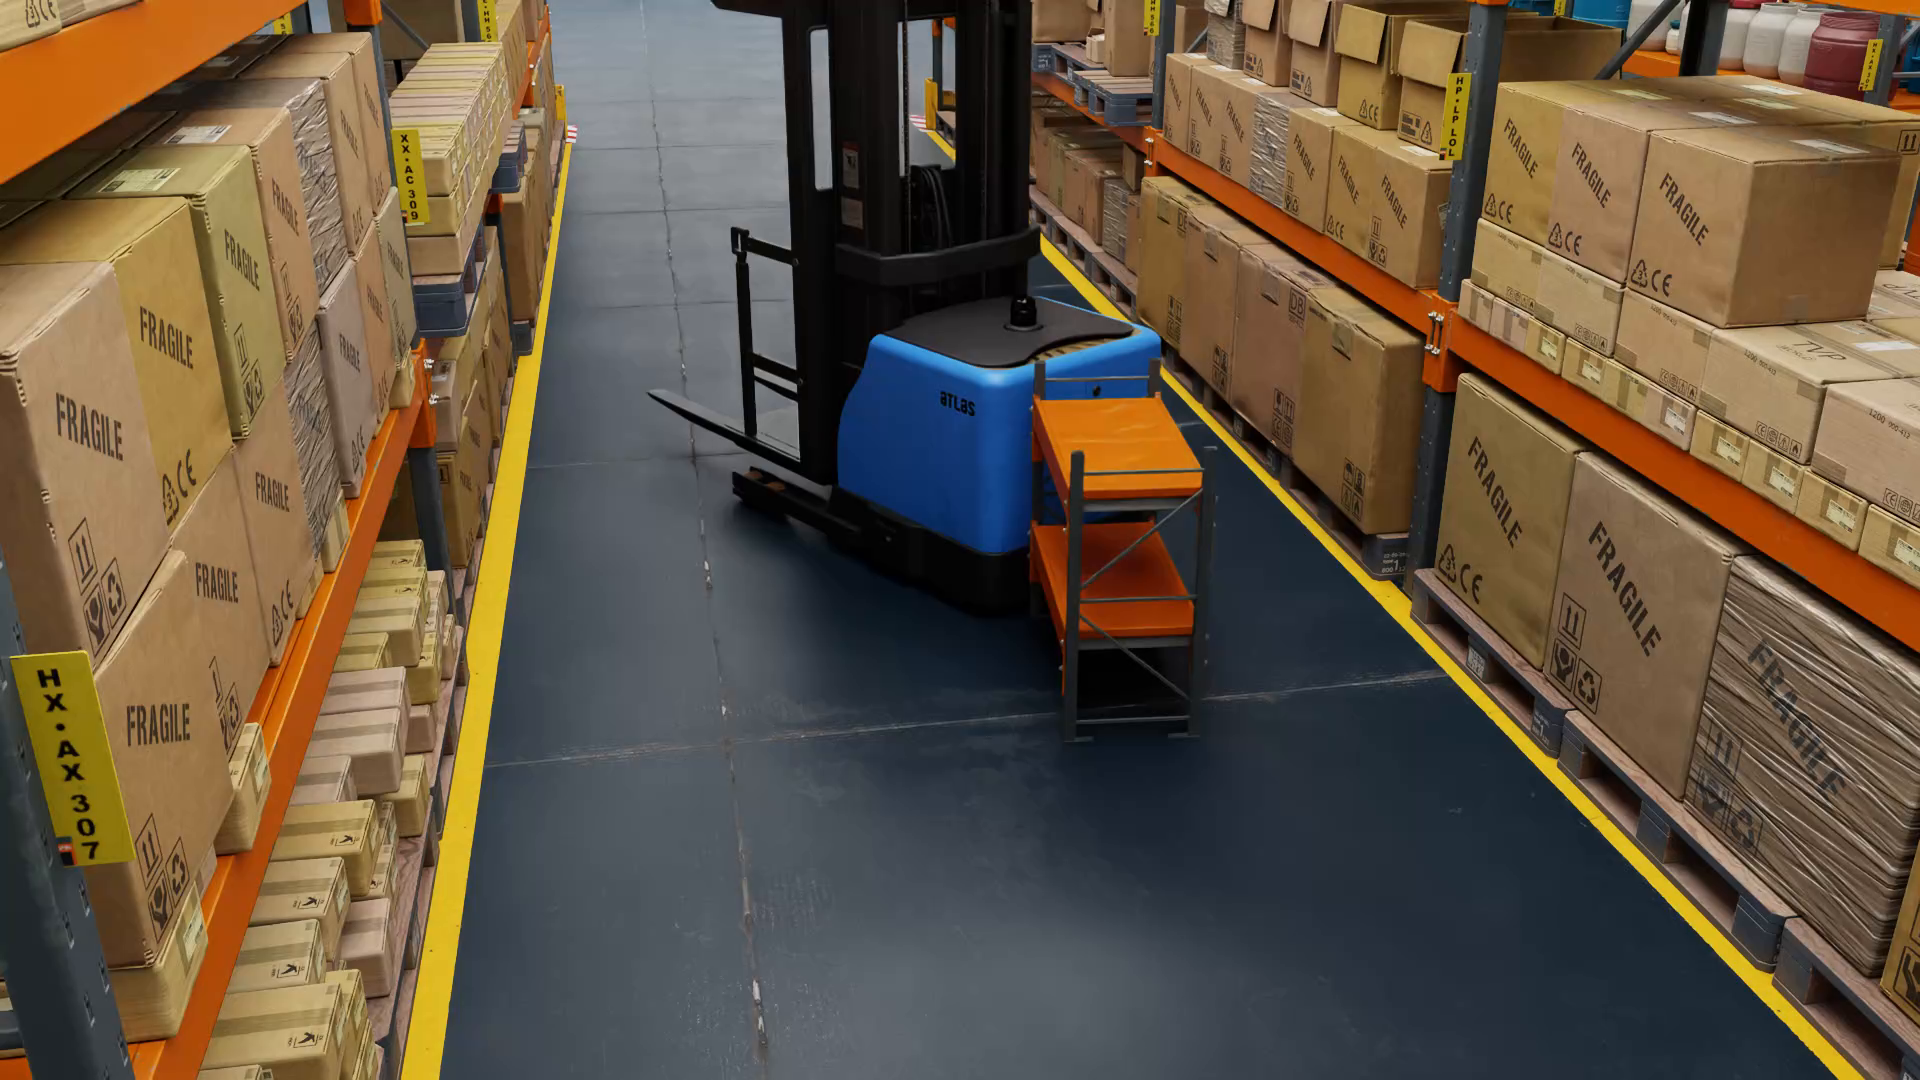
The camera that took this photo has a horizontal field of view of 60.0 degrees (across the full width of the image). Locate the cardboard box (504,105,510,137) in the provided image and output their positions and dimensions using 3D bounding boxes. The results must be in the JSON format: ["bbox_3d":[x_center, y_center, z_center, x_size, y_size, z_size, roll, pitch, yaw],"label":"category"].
[{"bbox_3d":[-2.620,-2.231,8.899,0.380,0.149,0.250,-4,24,-10],"label":"cardboard box"}]

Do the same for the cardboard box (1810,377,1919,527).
[{"bbox_3d":[2.628,-0.230,4.345,0.500,0.250,0.500,-5,24,-12],"label":"cardboard box"}]

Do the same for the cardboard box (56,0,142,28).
[{"bbox_3d":[-1.652,-0.973,2.671,0.500,0.250,0.500,-4,24,-8],"label":"cardboard box"}]

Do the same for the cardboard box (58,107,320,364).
[{"bbox_3d":[-1.821,-0.706,3.872,0.500,0.500,0.500,-5,24,-11],"label":"cardboard box"}]

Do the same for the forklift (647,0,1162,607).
[{"bbox_3d":[-0.461,-1.575,7.694,1.130,2.935,3.031,-19,30,-37],"label":"forklift"}]

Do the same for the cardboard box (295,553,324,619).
[{"bbox_3d":[-1.804,0.089,4.112,0.380,0.149,0.250,-3,24,-8],"label":"cardboard box"}]

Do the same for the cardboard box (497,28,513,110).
[{"bbox_3d":[-3.214,-3.052,10.865,0.500,0.500,0.500,-4,24,-10],"label":"cardboard box"}]

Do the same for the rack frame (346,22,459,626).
[{"bbox_3d":[-2.467,-0.838,5.921,1.000,3.000,0.127,-4,24,-10],"label":"rack frame"}]

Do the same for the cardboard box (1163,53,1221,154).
[{"bbox_3d":[1.509,-2.573,9.769,0.500,0.500,0.500,-4,24,-8],"label":"cardboard box"}]

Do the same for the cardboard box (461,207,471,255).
[{"bbox_3d":[-2.145,-1.213,6.568,0.380,0.149,0.250,-4,24,-9],"label":"cardboard box"}]

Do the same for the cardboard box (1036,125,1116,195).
[{"bbox_3d":[1.039,-3.125,13.731,0.700,0.500,0.500,-6,24,-14],"label":"cardboard box"}]

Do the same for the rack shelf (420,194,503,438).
[{"bbox_3d":[-2.837,-1.295,7.866,1.077,0.370,4.000,-4,24,-10],"label":"rack shelf"}]

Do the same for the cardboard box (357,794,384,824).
[{"bbox_3d":[-1.921,0.761,4.925,0.380,0.149,0.250,-5,24,-12],"label":"cardboard box"}]

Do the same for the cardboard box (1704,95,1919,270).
[{"bbox_3d":[2.862,-1.218,5.670,0.500,0.500,0.500,-4,24,-9],"label":"cardboard box"}]

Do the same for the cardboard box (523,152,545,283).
[{"bbox_3d":[-3.396,-2.163,11.240,1.050,0.750,0.750,-4,24,-9],"label":"cardboard box"}]

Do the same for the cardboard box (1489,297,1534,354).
[{"bbox_3d":[2.202,-0.806,6.161,0.380,0.149,0.250,-5,24,-12],"label":"cardboard box"}]

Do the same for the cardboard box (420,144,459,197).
[{"bbox_3d":[-2.088,-1.377,6.201,0.380,0.149,0.250,-3,24,-7],"label":"cardboard box"}]

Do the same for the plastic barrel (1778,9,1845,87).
[{"bbox_3d":[6.154,-3.545,11.980,0.421,0.512,0.421,0,24,0],"label":"plastic barrel"}]

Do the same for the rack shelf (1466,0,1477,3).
[{"bbox_3d":[2.056,-2.997,8.015,1.077,0.370,4.000,-4,24,-10],"label":"rack shelf"}]

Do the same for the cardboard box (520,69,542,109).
[{"bbox_3d":[-3.994,-3.456,14.045,0.875,0.875,0.875,-4,24,-9],"label":"cardboard box"}]

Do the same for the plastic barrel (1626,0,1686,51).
[{"bbox_3d":[5.775,-4.348,13.788,0.433,0.535,0.433,0,24,0],"label":"plastic barrel"}]

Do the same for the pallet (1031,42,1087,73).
[{"bbox_3d":[0.945,-3.913,13.200,1.003,0.211,1.213,-4,24,-10],"label":"pallet"}]

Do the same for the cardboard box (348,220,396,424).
[{"bbox_3d":[-2.005,-0.646,4.986,0.500,0.500,0.500,-5,24,-11],"label":"cardboard box"}]

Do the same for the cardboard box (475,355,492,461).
[{"bbox_3d":[-2.553,-0.608,7.993,0.500,0.500,0.500,-4,24,-9],"label":"cardboard box"}]

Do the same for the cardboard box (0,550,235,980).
[{"bbox_3d":[-1.539,0.356,2.690,0.500,0.500,0.500,-3,24,-7],"label":"cardboard box"}]

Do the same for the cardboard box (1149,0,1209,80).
[{"bbox_3d":[1.547,-3.186,10.648,0.500,0.500,0.500,-7,25,-16],"label":"cardboard box"}]

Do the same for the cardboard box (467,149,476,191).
[{"bbox_3d":[-2.235,-1.546,6.960,0.380,0.149,0.250,-5,24,-12],"label":"cardboard box"}]

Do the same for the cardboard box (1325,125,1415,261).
[{"bbox_3d":[1.986,-1.570,7.472,0.500,0.500,0.500,-4,24,-8],"label":"cardboard box"}]

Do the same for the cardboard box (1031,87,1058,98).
[{"bbox_3d":[0.607,-3.982,15.719,0.500,0.500,0.500,-6,24,-14],"label":"cardboard box"}]

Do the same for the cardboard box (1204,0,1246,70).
[{"bbox_3d":[1.805,-2.955,9.391,0.797,0.503,0.637,-3,24,-8],"label":"cardboard box"}]

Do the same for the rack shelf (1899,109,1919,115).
[{"bbox_3d":[6.924,-1.989,9.455,1.077,0.370,4.000,-4,24,-10],"label":"rack shelf"}]

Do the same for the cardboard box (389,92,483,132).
[{"bbox_3d":[-2.328,-1.885,7.365,0.380,0.149,0.250,-3,24,-8],"label":"cardboard box"}]

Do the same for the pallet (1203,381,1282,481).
[{"bbox_3d":[1.980,-0.666,9.011,1.003,0.211,1.213,-4,24,-10],"label":"pallet"}]

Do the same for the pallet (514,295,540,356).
[{"bbox_3d":[-3.279,-1.449,10.804,1.003,0.211,1.213,-4,24,-10],"label":"pallet"}]

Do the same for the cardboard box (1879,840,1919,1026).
[{"bbox_3d":[2.969,0.944,3.972,0.875,0.875,0.875,-4,24,-10],"label":"cardboard box"}]

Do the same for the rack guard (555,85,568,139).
[{"bbox_3d":[-4.691,-4.422,17.250,1.175,0.500,0.348,-4,24,-10],"label":"rack guard"}]

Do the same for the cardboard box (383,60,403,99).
[{"bbox_3d":[-3.554,-2.614,9.863,0.500,0.500,0.500,-4,24,-10],"label":"cardboard box"}]

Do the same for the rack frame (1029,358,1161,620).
[{"bbox_3d":[0.543,-0.194,6.789,0.500,1.125,0.032,-2,24,-4],"label":"rack frame"}]

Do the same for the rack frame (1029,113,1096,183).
[{"bbox_3d":[0.947,-4.312,13.875,1.000,3.000,0.127,-4,24,-10],"label":"rack frame"}]

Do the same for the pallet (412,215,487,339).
[{"bbox_3d":[-2.466,-1.061,6.672,1.003,0.211,1.213,-4,24,-10],"label":"pallet"}]

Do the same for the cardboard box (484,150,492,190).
[{"bbox_3d":[-2.378,-1.717,7.722,0.380,0.149,0.250,-5,24,-12],"label":"cardboard box"}]

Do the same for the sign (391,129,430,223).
[{"bbox_3d":[-1.935,-1.278,5.846,0.100,0.325,0.005,-4,24,-10],"label":"sign"}]

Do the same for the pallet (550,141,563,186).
[{"bbox_3d":[-4.239,-3.492,15.483,1.003,0.211,1.213,-4,24,-10],"label":"pallet"}]

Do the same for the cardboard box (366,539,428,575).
[{"bbox_3d":[-2.146,0.124,6.012,0.380,0.149,0.250,-4,24,-8],"label":"cardboard box"}]

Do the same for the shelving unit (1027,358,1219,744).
[{"bbox_3d":[0.585,0.009,6.325,0.538,1.125,1.048,-2,24,-4],"label":"shelving unit"}]

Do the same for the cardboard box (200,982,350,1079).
[{"bbox_3d":[-1.580,1.138,3.692,0.380,0.149,0.250,-4,24,-10],"label":"cardboard box"}]

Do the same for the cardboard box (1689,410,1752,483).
[{"bbox_3d":[2.443,-0.296,4.994,0.380,0.149,0.250,-5,24,-11],"label":"cardboard box"}]

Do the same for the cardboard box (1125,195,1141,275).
[{"bbox_3d":[1.543,-2.057,11.285,0.700,0.500,0.500,-6,24,-13],"label":"cardboard box"}]

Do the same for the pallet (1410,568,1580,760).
[{"bbox_3d":[2.490,0.418,6.530,1.003,0.211,1.213,-4,24,-10],"label":"pallet"}]

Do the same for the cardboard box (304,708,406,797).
[{"bbox_3d":[-1.832,0.632,4.850,0.380,0.149,0.250,-5,24,-12],"label":"cardboard box"}]

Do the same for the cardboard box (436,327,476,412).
[{"bbox_3d":[-2.445,-0.748,7.376,0.500,0.250,0.500,-4,24,-8],"label":"cardboard box"}]

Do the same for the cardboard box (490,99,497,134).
[{"bbox_3d":[-2.476,-2.060,8.135,0.380,0.149,0.250,-4,24,-10],"label":"cardboard box"}]

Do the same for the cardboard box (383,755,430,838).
[{"bbox_3d":[-1.868,0.812,5.180,0.380,0.149,0.250,-4,24,-10],"label":"cardboard box"}]

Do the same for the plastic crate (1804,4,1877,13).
[{"bbox_3d":[6.556,-3.793,12.606,0.402,0.464,0.583,-4,24,-10],"label":"plastic crate"}]

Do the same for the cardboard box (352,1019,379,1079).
[{"bbox_3d":[-1.631,1.317,4.024,0.380,0.149,0.250,-4,24,-9],"label":"cardboard box"}]

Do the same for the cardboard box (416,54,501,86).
[{"bbox_3d":[-2.573,-2.400,8.544,0.380,0.149,0.250,-4,24,-8],"label":"cardboard box"}]
